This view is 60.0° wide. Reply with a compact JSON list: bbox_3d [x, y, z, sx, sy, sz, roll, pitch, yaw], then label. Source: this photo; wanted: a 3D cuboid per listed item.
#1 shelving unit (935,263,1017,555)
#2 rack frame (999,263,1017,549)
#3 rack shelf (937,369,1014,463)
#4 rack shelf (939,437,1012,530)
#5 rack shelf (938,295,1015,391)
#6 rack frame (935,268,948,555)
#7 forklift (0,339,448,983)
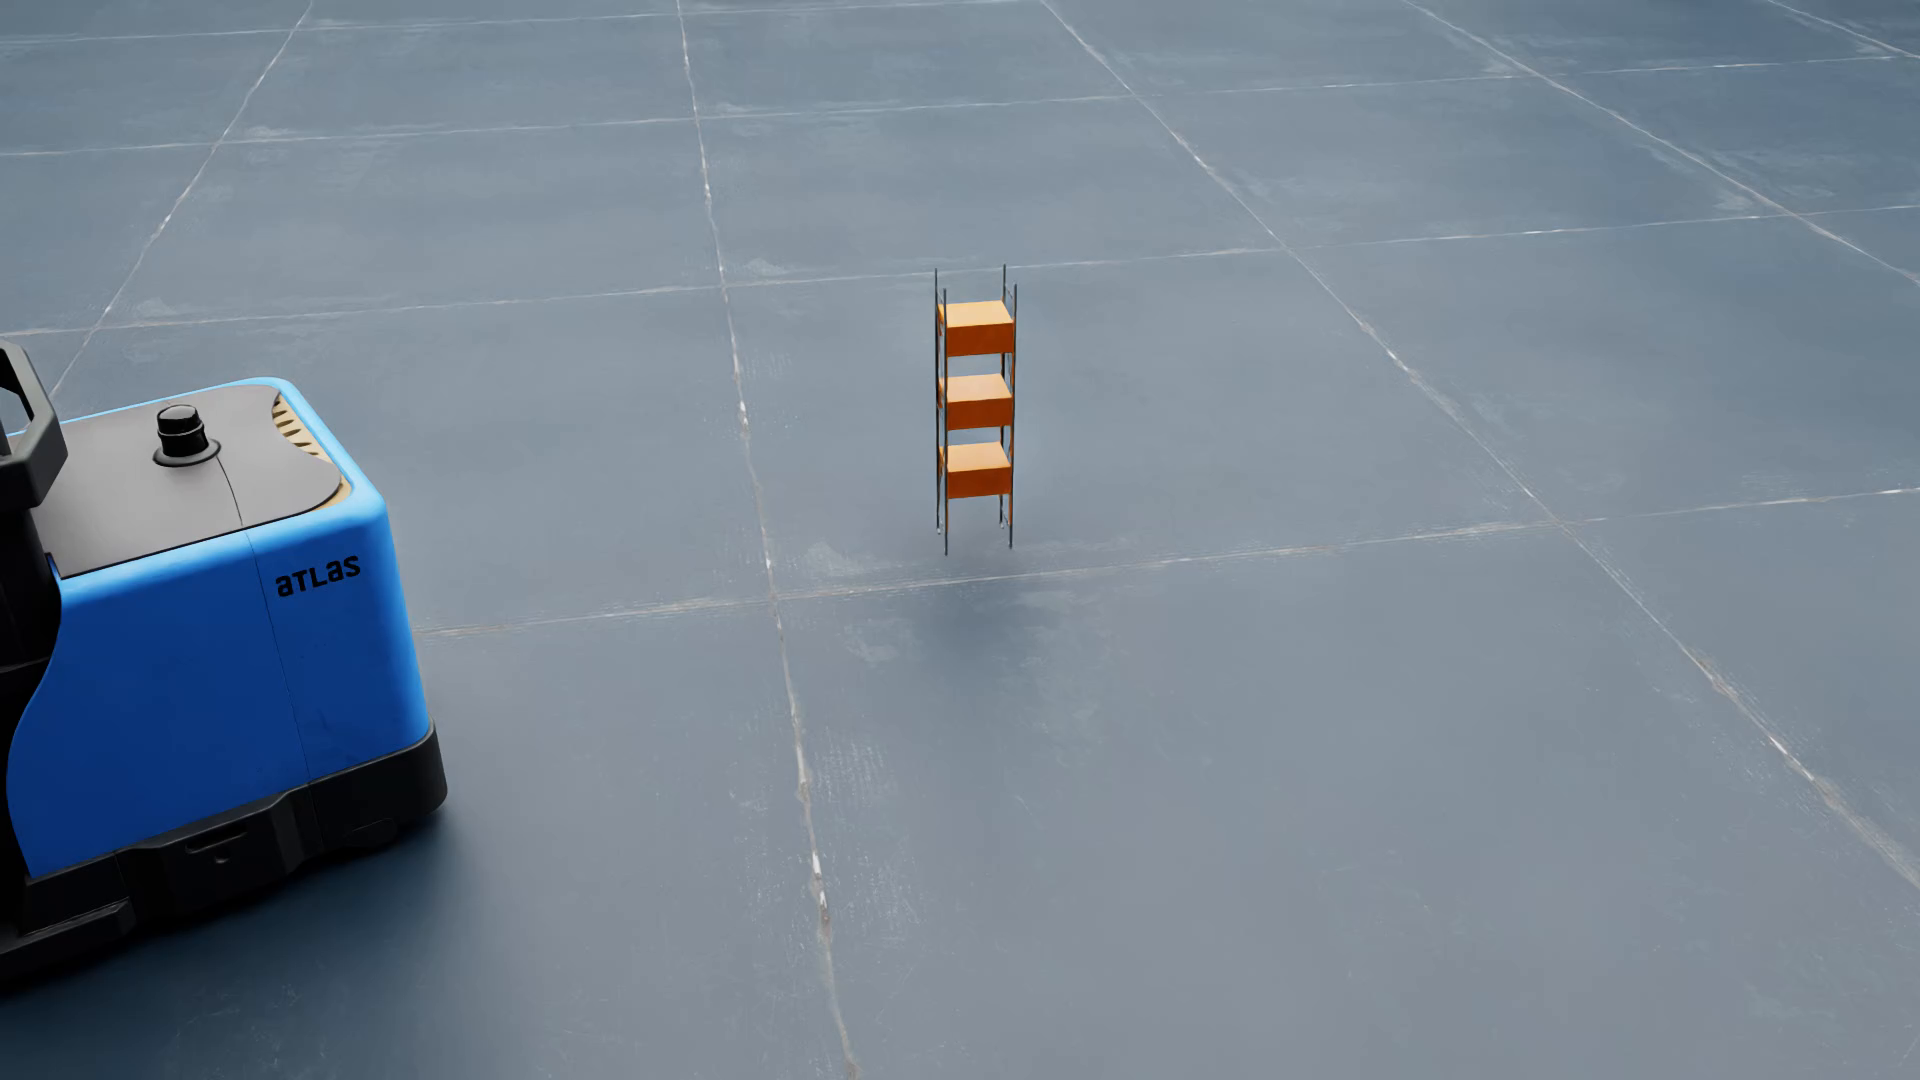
[{"bbox_3d":[0.053,-0.457,5.992,0.252,1.050,0.215,-5,31,-9],"label":"shelving unit"},{"bbox_3d":[0.173,-0.469,6.011,0.008,1.050,0.200,-5,31,-9],"label":"rack frame"},{"bbox_3d":[0.053,-0.448,5.998,0.240,0.259,0.215,-5,31,-9],"label":"rack shelf"},{"bbox_3d":[0.053,-0.209,6.138,0.240,0.259,0.215,-5,31,-9],"label":"rack shelf"},{"bbox_3d":[0.053,-0.693,5.854,0.240,0.259,0.215,-5,31,-9],"label":"rack shelf"},{"bbox_3d":[-0.067,-0.446,5.973,0.008,1.050,0.200,-5,31,-9],"label":"rack frame"},{"bbox_3d":[-2.998,-0.226,3.742,3.031,2.935,1.130,-19,35,-29],"label":"forklift"}]
